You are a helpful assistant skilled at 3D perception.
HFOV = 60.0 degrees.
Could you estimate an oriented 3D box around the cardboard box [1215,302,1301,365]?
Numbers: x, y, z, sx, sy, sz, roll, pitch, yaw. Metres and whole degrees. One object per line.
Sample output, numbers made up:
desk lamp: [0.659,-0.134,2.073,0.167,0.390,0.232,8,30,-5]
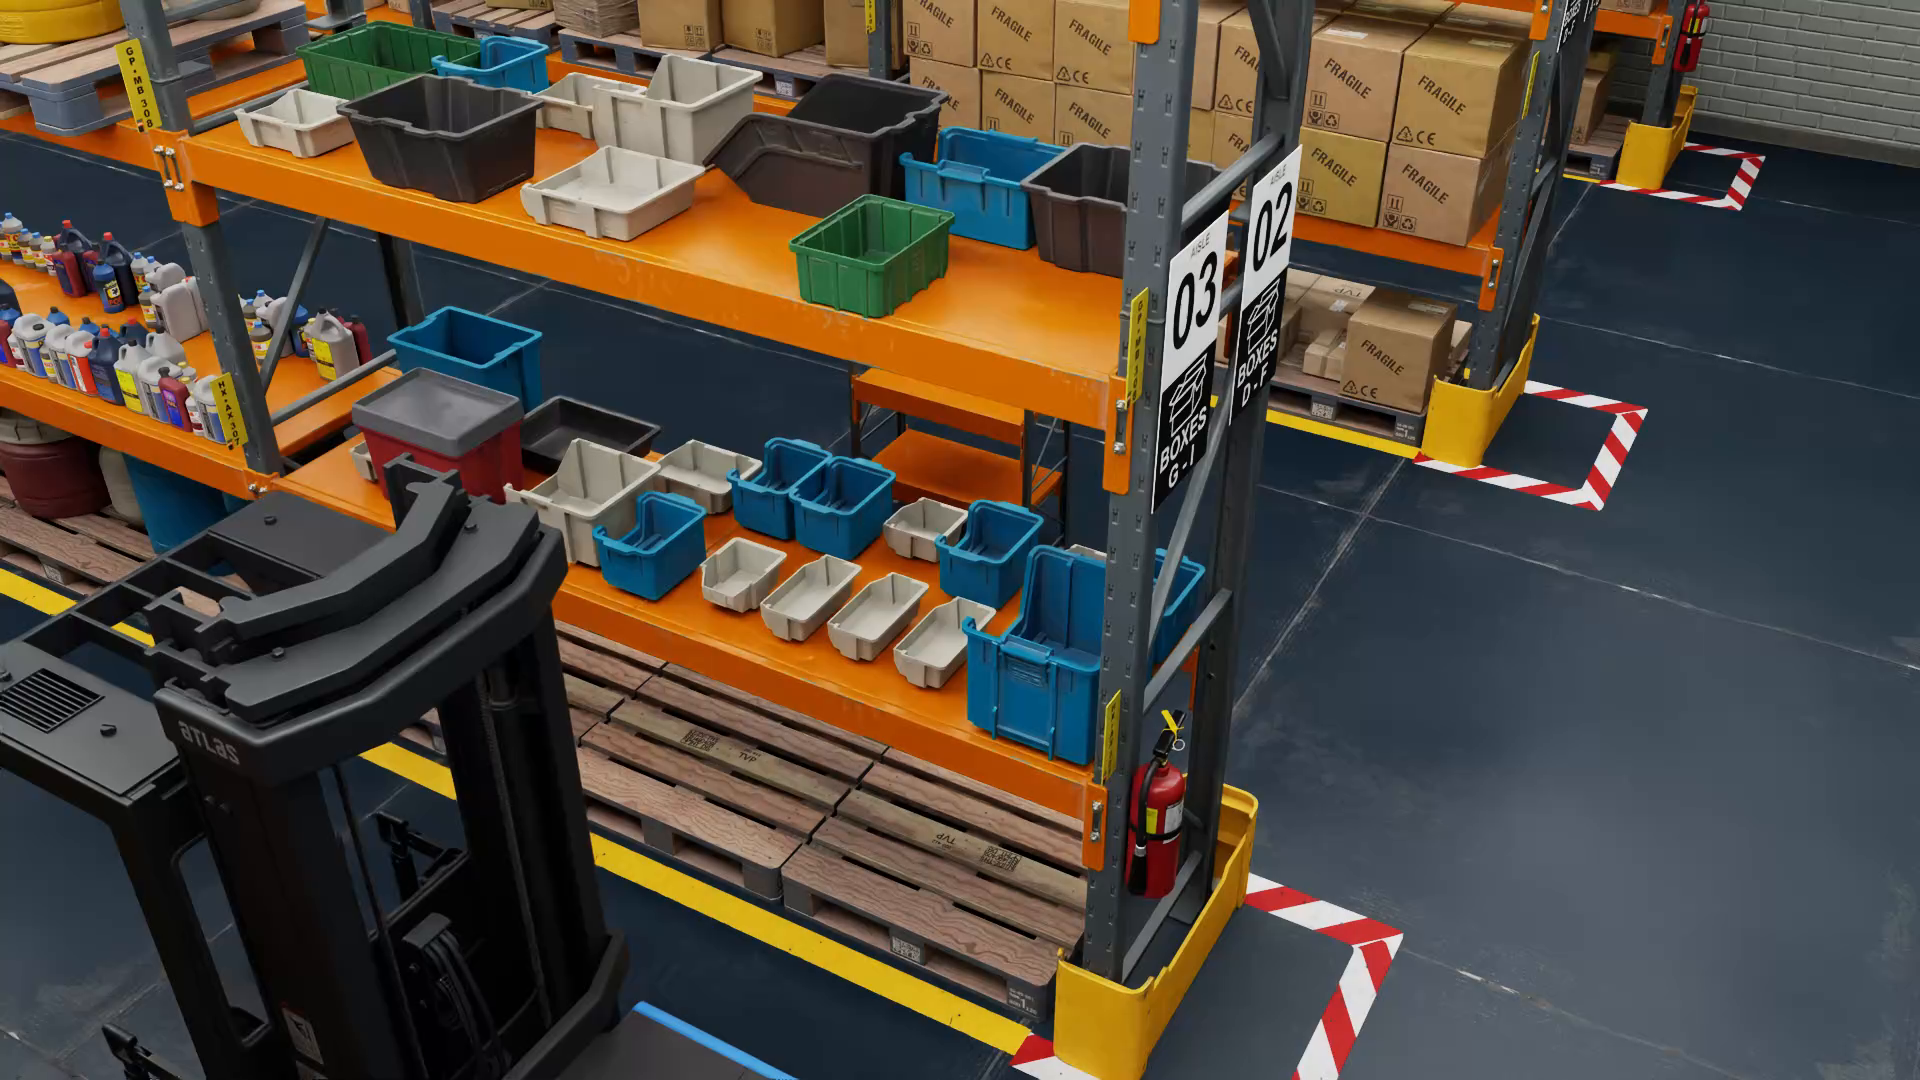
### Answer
cardboard box: [1.791,-1.305,10.358,0.500,0.250,0.500,18,37,24]

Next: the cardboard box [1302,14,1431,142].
cardboard box: [2.233,-2.546,9.146,0.500,0.500,0.500,19,38,26]

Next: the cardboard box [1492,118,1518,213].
cardboard box: [2.941,-2.250,9.603,0.500,0.500,0.500,18,38,25]

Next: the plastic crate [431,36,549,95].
plastic crate: [-1.790,-1.759,6.401,0.300,0.233,0.416,18,37,24]

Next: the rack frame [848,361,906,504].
rack frame: [-0.435,-0.606,8.916,0.032,1.125,0.500,18,37,24]

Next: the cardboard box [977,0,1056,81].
cardboard box: [0.440,-3.111,9.994,0.500,0.500,0.500,16,37,23]

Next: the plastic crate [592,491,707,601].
plastic crate: [-1.176,0.026,6.372,0.300,0.233,0.416,18,37,24]

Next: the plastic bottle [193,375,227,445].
plastic bottle: [-3.241,-0.578,7.295,0.135,0.276,0.152,18,37,24]

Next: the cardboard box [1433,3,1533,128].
cardboard box: [2.941,-2.666,9.326,0.500,0.500,0.500,19,38,26]

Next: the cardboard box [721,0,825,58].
cardboard box: [-1.207,-3.673,11.361,0.500,0.500,0.700,24,41,32]

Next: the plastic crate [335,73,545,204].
plastic crate: [-1.796,-1.398,5.825,0.590,0.269,0.497,18,37,24]

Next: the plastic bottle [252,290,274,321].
plastic bottle: [-3.356,-1.080,8.052,0.097,0.271,0.097,0,34,0]

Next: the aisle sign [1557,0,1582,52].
aisle sign: [3.102,-2.875,8.287,0.004,0.787,0.394,18,37,24]

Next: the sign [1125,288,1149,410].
sign: [0.475,-0.513,4.473,0.005,0.325,0.100,18,37,24]

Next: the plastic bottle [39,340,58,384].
plastic bottle: [-4.228,-0.842,7.758,0.097,0.201,0.097,0,34,0]

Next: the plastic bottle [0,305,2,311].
plastic bottle: [-4.656,-1.055,7.943,0.185,0.351,0.144,18,37,24]

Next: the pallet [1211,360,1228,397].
pallet: [1.381,-1.375,10.895,1.213,0.211,1.003,18,37,24]

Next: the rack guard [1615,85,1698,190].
rack guard: [5.671,-3.297,13.522,0.348,0.500,1.175,18,37,24]

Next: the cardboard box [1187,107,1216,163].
cardboard box: [1.351,-2.413,9.848,0.500,0.500,0.500,17,37,24]

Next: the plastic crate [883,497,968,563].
plastic crate: [-0.143,-0.033,6.548,0.298,0.136,0.250,18,37,24]

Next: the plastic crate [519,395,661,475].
plastic crate: [-1.634,-0.409,7.123,0.590,0.125,0.437,18,37,24]

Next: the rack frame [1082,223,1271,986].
rack frame: [0.734,0.423,5.679,0.127,3.000,1.000,18,37,24]

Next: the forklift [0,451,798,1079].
forklift: [-1.825,1.092,4.737,3.031,2.935,1.130,18,38,25]

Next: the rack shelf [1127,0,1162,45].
rack shelf: [-1.002,-2.158,5.153,4.000,0.370,1.077,18,37,24]

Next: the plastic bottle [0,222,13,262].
plastic bottle: [-5.104,-1.604,8.903,0.097,0.201,0.097,0,34,0]

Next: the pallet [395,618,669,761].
pallet: [-2.081,0.667,7.829,1.213,0.211,1.003,18,37,24]

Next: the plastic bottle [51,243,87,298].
plastic bottle: [-4.568,-1.388,8.504,0.133,0.283,0.061,18,37,24]

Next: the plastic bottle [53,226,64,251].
plastic bottle: [-4.657,-1.508,8.685,0.133,0.283,0.061,18,37,24]

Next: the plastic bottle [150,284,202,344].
plastic bottle: [-3.831,-1.117,8.105,0.135,0.276,0.152,18,37,24]

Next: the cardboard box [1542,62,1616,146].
cardboard box: [4.992,-3.623,13.632,0.500,0.500,0.700,18,37,24]

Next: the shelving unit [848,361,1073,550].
shelving unit: [0.006,-0.466,8.706,1.048,1.125,0.538,18,37,24]

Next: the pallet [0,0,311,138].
pallet: [-3.468,-2.015,6.805,1.003,0.211,1.213,18,37,24]

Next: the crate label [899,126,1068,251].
crate label: [0.093,-1.173,5.504,0.502,0.251,0.408,18,37,24]

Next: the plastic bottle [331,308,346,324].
plastic bottle: [-2.961,-0.971,7.878,0.133,0.283,0.061,18,37,24]

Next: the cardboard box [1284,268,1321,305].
cardboard box: [1.995,-1.559,10.740,0.500,0.250,0.500,18,37,24]

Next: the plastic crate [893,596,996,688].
plastic crate: [-0.064,0.371,5.942,0.243,0.136,0.396,18,37,24]

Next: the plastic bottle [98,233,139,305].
plastic bottle: [-4.263,-1.385,8.439,0.185,0.351,0.144,18,37,24]

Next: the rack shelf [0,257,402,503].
rack shelf: [-4.475,-0.928,8.357,4.000,0.370,1.077,18,37,24]

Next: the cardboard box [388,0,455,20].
cardboard box: [-4.045,-4.244,12.768,0.500,0.311,0.500,20,39,27]

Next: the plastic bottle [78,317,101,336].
plastic bottle: [-4.068,-0.918,7.809,0.097,0.271,0.097,0,34,0]

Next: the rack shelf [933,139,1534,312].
rack shelf: [1.459,-2.210,10.283,4.000,0.370,1.077,18,37,24]

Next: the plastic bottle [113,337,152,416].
plastic bottle: [-3.699,-0.752,7.488,0.185,0.351,0.144,18,37,24]

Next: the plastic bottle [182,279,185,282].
plastic bottle: [-3.843,-1.205,8.303,0.097,0.201,0.097,0,34,0]

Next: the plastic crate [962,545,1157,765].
plastic crate: [0.351,0.381,5.656,0.499,0.435,0.616,18,37,24]

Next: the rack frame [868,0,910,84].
rack frame: [-0.278,-3.060,10.909,0.127,3.000,1.000,18,37,24]

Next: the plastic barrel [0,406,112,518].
plastic barrel: [-4.798,-0.511,8.879,0.708,0.588,0.600,18,37,24]
